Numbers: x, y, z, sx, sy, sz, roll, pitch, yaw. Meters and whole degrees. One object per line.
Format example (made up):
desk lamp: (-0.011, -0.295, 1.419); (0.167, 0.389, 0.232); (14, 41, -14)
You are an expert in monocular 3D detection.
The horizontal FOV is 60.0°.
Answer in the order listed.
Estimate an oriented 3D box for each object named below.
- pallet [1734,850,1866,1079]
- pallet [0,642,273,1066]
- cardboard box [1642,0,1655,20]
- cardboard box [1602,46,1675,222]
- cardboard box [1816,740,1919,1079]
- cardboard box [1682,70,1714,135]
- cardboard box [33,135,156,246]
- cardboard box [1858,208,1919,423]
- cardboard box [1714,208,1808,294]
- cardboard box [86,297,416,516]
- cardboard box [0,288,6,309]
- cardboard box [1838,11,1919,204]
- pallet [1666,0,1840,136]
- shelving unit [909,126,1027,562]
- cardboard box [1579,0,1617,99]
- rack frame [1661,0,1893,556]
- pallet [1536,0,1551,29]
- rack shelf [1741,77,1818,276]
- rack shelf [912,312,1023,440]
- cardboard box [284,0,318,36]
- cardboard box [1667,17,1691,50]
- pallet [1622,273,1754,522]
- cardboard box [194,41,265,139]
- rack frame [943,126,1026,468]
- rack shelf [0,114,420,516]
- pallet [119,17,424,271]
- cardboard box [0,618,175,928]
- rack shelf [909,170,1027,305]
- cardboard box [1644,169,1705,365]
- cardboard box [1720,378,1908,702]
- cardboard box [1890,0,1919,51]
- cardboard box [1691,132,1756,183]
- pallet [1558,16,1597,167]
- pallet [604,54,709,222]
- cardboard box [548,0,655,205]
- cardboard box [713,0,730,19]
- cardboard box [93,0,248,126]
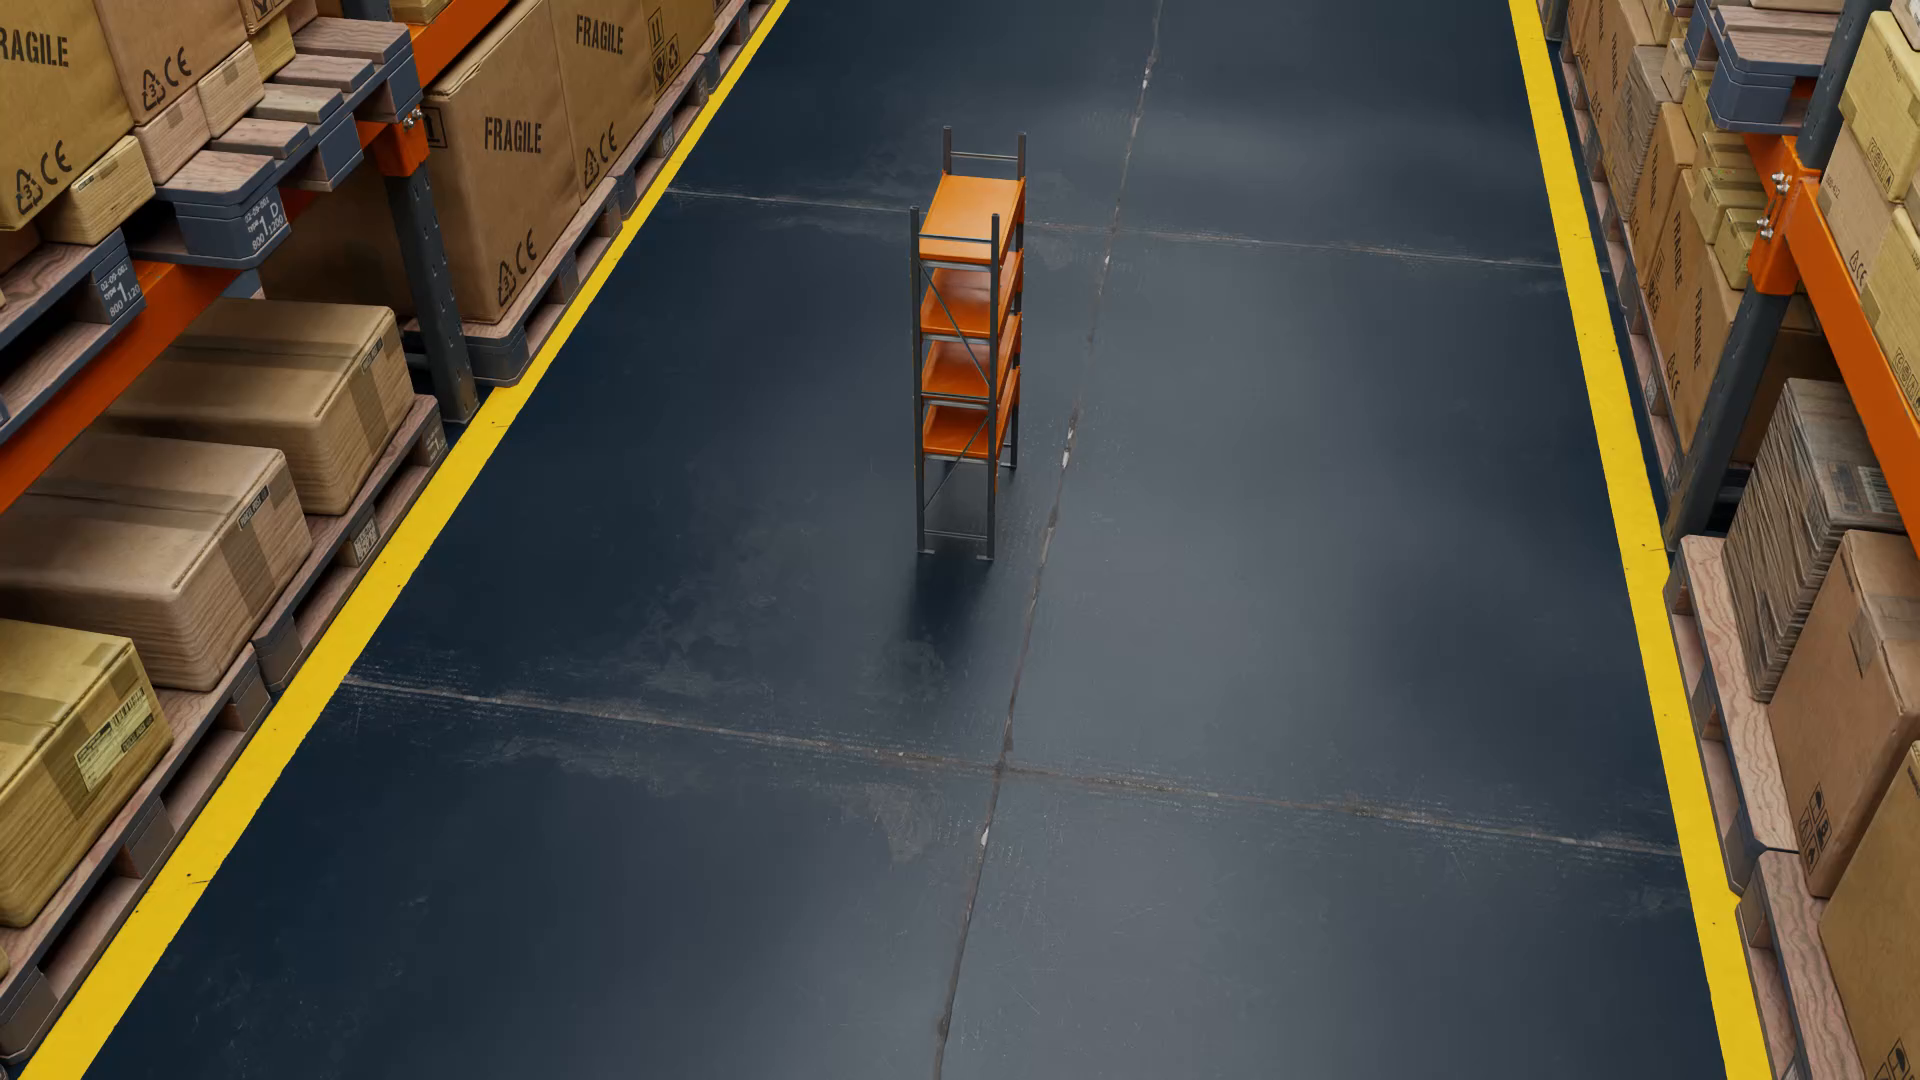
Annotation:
pallet: (2.316, 1.257, 3.564); (1.003, 0.211, 1.213); (6, 40, 8)
pallet: (-2.529, 0.690, 4.250); (1.003, 0.211, 1.213); (6, 40, 8)
cardboard box: (2.960, -2.186, 6.663); (0.380, 0.149, 0.250); (6, 40, 8)
cardboard box: (2.828, -1.551, 6.404); (0.500, 0.500, 0.500); (5, 40, 6)
cardboard box: (2.367, 0.883, 3.362); (0.875, 0.625, 0.625); (5, 40, 6)
cardboard box: (2.785, -1.532, 5.873); (0.380, 0.149, 0.250); (6, 40, 7)
cardboard box: (-2.064, -0.801, 3.733); (0.380, 0.149, 0.250); (7, 40, 8)
cardboard box: (2.301, -0.469, 3.581); (0.500, 0.250, 0.500); (6, 40, 7)
cardboard box: (2.546, -0.880, 5.083); (0.380, 0.149, 0.250); (5, 40, 5)
cardboard box: (-2.287, -0.434, 5.154); (0.950, 0.372, 0.625); (4, 40, 5)
cardboard box: (-2.194, -0.491, 3.357); (0.380, 0.149, 0.250); (5, 40, 6)
cardboard box: (2.368, -0.980, 3.806); (0.500, 0.250, 0.500); (6, 40, 8)
pallet: (2.759, -1.453, 4.804); (1.213, 0.211, 1.003); (6, 40, 8)
shelving unit: (0.029, -0.566, 4.993); (0.258, 1.200, 0.503); (6, 40, 8)
cardboard box: (3.015, -2.189, 7.175); (0.500, 0.500, 0.500); (6, 40, 7)
rack frame: (2.710, -1.094, 4.219); (1.000, 3.000, 0.127); (6, 40, 8)
pallet: (3.522, -2.960, 8.665); (1.003, 0.211, 1.213); (6, 40, 8)
rack shelf: (3.057, -2.072, 5.966); (1.077, 0.370, 4.000); (6, 40, 8)
rack shelf: (0.029, -0.514, 5.036); (0.258, 0.148, 0.480); (6, 40, 8)
cardboard box: (-2.004, -1.472, 4.544); (0.380, 0.149, 0.250); (8, 40, 9)
cardboard box: (2.896, -1.858, 6.266); (0.380, 0.149, 0.250); (7, 40, 8)
pallet: (2.877, -0.483, 5.669); (1.003, 0.211, 1.213); (6, 40, 8)
cardboard box: (-1.979, -1.133, 4.134); (0.380, 0.149, 0.250); (6, 40, 7)
rack frame: (0.071, -0.719, 5.179); (0.240, 1.200, 0.015); (6, 40, 8)
rack shelf: (-2.525, -0.106, 3.589); (1.077, 0.370, 4.000); (6, 40, 8)
pallet: (-2.197, -1.106, 4.384); (1.213, 0.211, 1.003); (6, 40, 8)
cardboard box: (-2.543, 0.505, 4.018); (0.950, 0.372, 0.625); (8, 40, 9)
rack shelf: (0.029, -0.869, 4.743); (0.258, 0.148, 0.480); (6, 40, 8)
cardboard box: (2.669, -0.894, 5.610); (0.500, 0.500, 0.500); (6, 40, 7)
cardboard box: (2.589, 0.050, 4.370); (0.875, 0.625, 0.625); (8, 40, 9)
cardboard box: (2.365, -1.215, 3.778); (0.380, 0.149, 0.250); (8, 40, 9)
cardboard box: (2.652, -1.215, 5.489); (0.380, 0.149, 0.250); (5, 40, 6)
pallet: (3.299, -2.015, 7.521); (1.003, 0.211, 1.213); (6, 40, 8)
pallet: (-1.755, -1.814, 7.278); (1.003, 0.211, 1.213); (6, 40, 8)
cardboard box: (-1.819, -1.965, 6.611); (0.875, 0.875, 0.875); (7, 40, 8)
cardboard box: (-1.515, -3.094, 7.976); (0.875, 0.875, 0.875); (8, 40, 9)
cardboard box: (-2.063, -1.312, 3.842); (0.500, 0.500, 0.500); (6, 40, 7)
